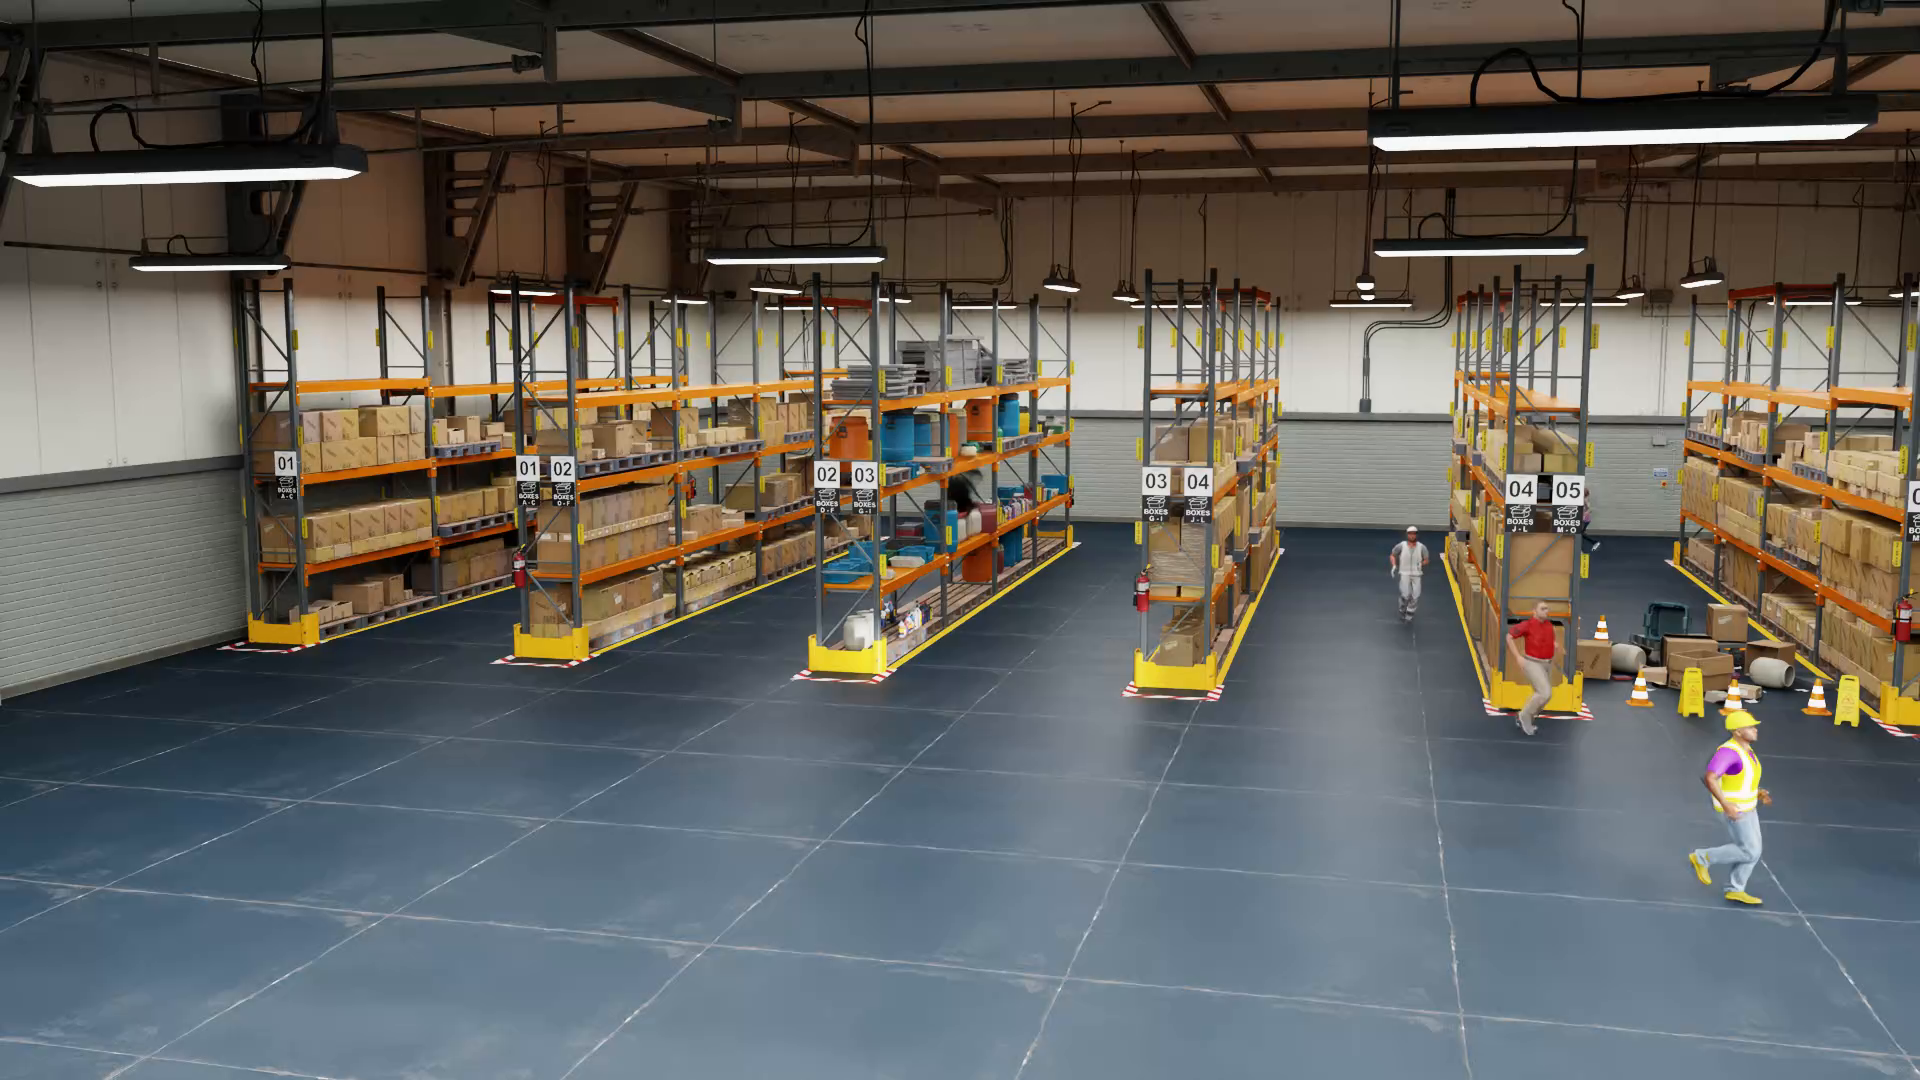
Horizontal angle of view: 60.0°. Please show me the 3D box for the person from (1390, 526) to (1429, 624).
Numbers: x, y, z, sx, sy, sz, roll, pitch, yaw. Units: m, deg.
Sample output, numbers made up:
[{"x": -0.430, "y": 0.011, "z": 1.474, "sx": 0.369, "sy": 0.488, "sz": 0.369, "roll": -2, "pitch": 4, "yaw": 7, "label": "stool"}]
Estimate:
[{"x": 7.896, "y": 0.634, "z": 29.146, "sx": 0.645, "sy": 1.741, "sz": 0.606, "roll": 1, "pitch": 7, "yaw": 7, "label": "person"}]

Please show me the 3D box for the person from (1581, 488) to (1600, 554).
[{"x": 14.628, "y": -0.424, "z": 38.831, "sx": 0.680, "sy": 1.595, "sz": 0.567, "roll": 2, "pitch": 7, "yaw": 15, "label": "person"}]

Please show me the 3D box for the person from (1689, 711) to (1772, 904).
[{"x": 6.911, "y": 2.382, "z": 14.901, "sx": 0.603, "sy": 1.728, "sz": 0.722, "roll": 6, "pitch": 9, "yaw": 40, "label": "person"}]

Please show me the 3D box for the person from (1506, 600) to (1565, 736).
[{"x": 7.362, "y": 1.631, "z": 21.124, "sx": 0.638, "sy": 1.722, "sz": 0.682, "roll": -5, "pitch": 8, "yaw": -34, "label": "person"}]
